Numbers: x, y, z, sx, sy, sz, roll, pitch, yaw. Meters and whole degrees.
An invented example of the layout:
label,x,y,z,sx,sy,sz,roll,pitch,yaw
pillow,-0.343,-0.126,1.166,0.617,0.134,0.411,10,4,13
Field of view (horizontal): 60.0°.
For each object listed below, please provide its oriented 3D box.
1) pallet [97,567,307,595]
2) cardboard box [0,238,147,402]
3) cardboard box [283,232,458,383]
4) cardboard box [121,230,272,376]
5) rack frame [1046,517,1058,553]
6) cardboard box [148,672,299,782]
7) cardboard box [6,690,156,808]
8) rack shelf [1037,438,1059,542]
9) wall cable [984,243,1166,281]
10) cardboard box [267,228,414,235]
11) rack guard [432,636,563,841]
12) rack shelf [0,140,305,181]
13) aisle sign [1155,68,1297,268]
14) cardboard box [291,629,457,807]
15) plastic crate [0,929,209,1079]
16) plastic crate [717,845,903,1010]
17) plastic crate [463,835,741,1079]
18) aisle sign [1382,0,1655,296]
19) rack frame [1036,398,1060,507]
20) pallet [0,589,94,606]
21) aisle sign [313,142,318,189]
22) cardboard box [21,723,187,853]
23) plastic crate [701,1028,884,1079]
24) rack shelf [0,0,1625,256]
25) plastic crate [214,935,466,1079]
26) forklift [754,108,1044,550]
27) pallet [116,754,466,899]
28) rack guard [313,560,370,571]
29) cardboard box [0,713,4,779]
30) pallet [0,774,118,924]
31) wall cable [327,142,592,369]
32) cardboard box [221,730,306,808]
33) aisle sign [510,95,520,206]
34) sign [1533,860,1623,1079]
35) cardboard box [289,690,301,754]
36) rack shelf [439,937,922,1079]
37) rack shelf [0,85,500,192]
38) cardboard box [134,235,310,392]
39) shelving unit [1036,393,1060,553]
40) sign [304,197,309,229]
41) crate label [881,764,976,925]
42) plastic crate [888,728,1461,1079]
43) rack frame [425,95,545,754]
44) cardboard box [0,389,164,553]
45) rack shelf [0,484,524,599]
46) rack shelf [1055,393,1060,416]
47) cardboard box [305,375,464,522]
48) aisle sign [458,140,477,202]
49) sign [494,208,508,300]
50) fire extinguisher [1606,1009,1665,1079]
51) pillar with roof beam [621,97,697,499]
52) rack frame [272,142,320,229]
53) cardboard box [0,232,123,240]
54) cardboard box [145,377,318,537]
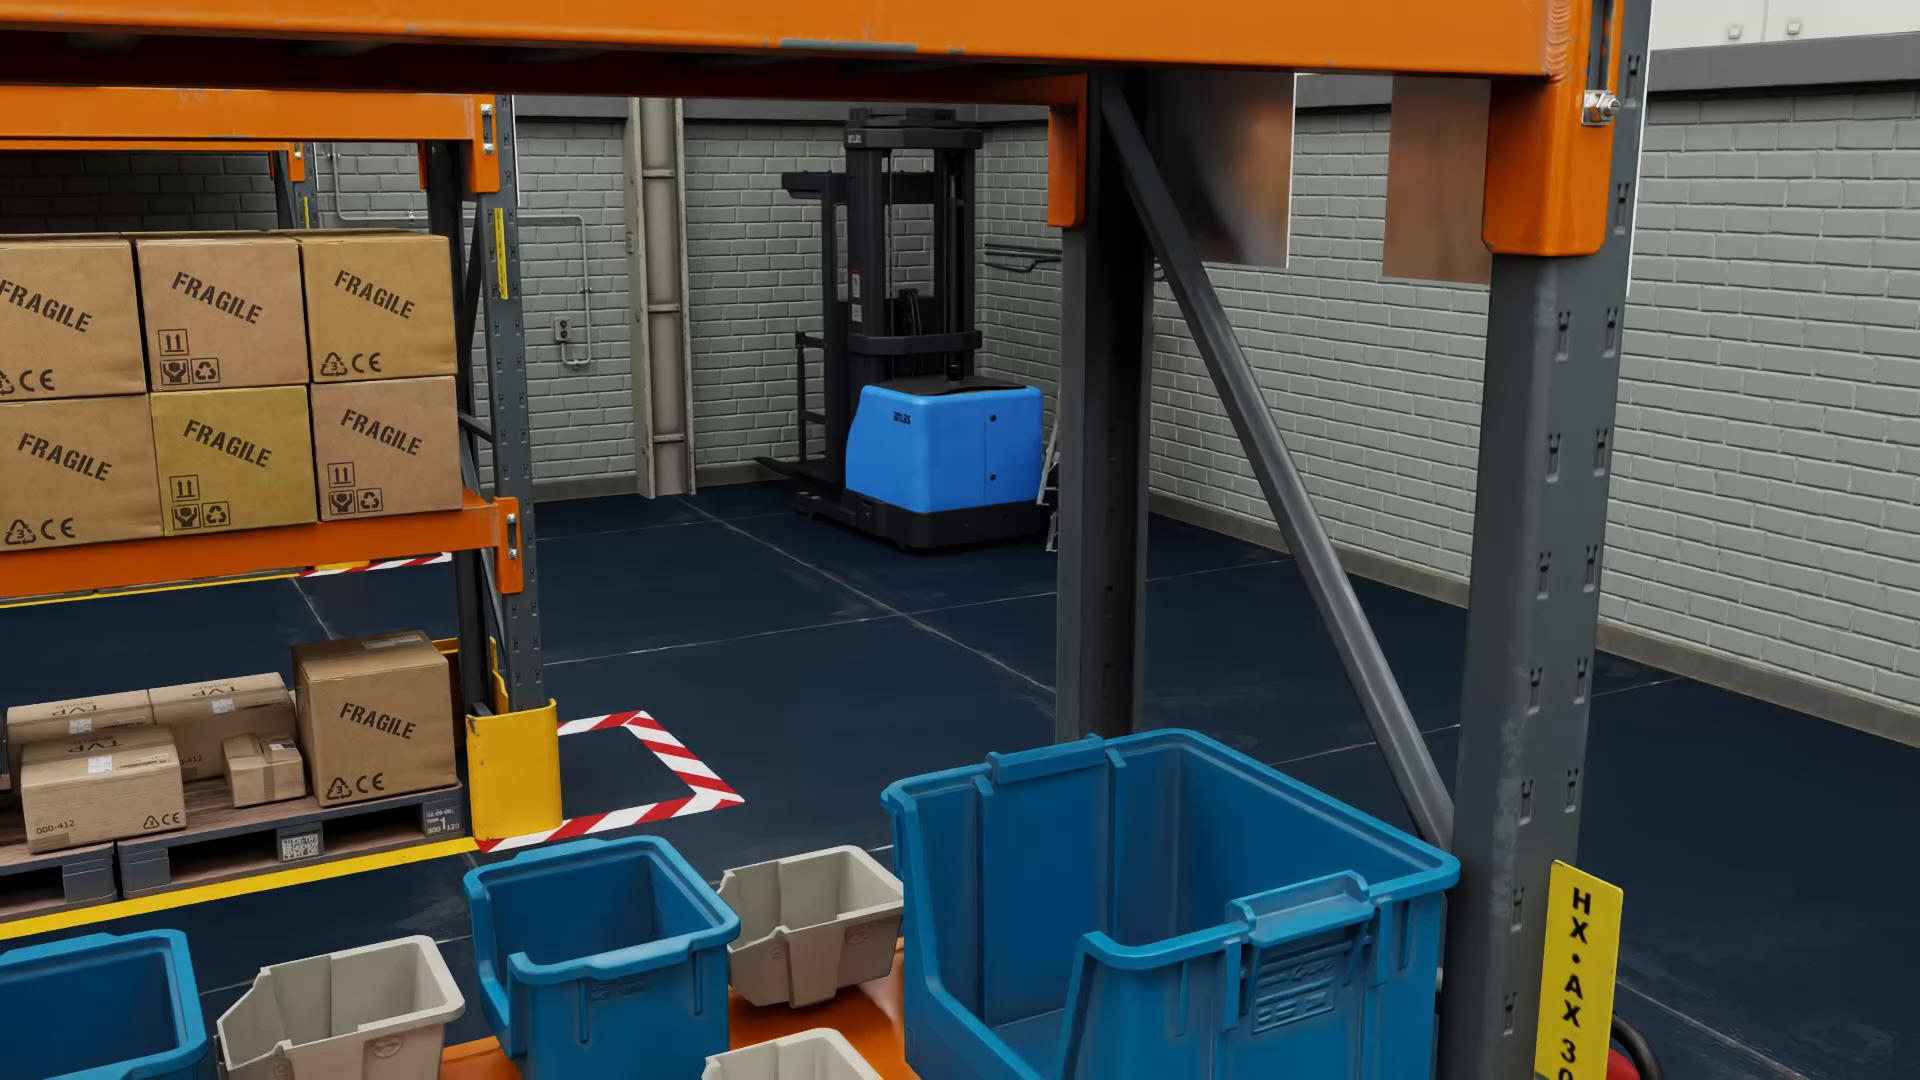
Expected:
label,x,y,z,sx,sy,sz,roll,pitch,yaw
pallet,-4.959,0.074,10.801,1.213,0.211,1.003,-7,14,-28
cardboard box,-3.073,-0.760,5.648,0.500,0.500,0.500,-6,14,-26
cardboard box,-2.177,-0.869,6.131,0.500,0.500,0.500,-7,14,-28
cardboard box,-2.889,-0.916,6.342,0.500,0.500,0.500,-7,14,-27
rack frame,0.975,-0.728,11.759,0.400,0.015,2.100,3,52,15
cardboard box,-2.970,0.750,6.704,0.500,0.250,0.500,-7,14,-28
cardboard box,-3.409,0.803,6.471,0.500,0.250,0.500,-7,14,-28
rack shelf,0.795,-0.325,11.147,0.431,0.480,0.518,3,52,15
wall cable,0.841,-3.324,12.956,0.112,2.526,3.097,-7,14,-28
cardboard box,-2.434,-0.972,6.593,0.500,0.500,0.500,-6,14,-26
rack guard,-1.985,0.796,6.935,0.348,0.500,1.175,-7,14,-28
rack shelf,-6.051,-2.288,9.751,4.000,0.370,1.077,-7,14,-28
aisle sign,0.373,-0.810,2.455,0.004,0.787,0.394,-7,14,-28
cardboard box,-2.277,0.678,6.457,0.500,0.500,0.500,-7,14,-28
plastic crate,-1.078,0.677,2.015,0.300,0.233,0.416,-7,14,-28
plastic crate,-0.244,0.603,2.562,0.298,0.136,0.250,-7,14,-28
plastic crate,-0.500,0.607,2.323,0.300,0.233,0.416,-7,14,-28
aisle sign,0.655,-0.696,1.950,0.004,0.787,0.394,-7,14,-28
rack frame,0.894,-1.034,11.387,0.400,0.015,2.100,3,52,15
pallet,-6.029,0.201,10.235,1.213,0.211,1.003,-7,14,-28
aisle sign,-4.088,-2.604,10.427,0.004,0.787,0.394,-7,14,-28
cardboard box,-3.126,0.894,6.066,0.500,0.250,0.500,-7,14,-28
plastic crate,-0.177,0.743,1.938,0.243,0.136,0.396,-7,14,-28
rack shelf,-1.304,-0.379,1.267,4.000,0.370,1.077,-7,14,-28
plastic crate,-0.839,0.674,2.245,0.298,0.136,0.250,-7,14,-28
forklift,-0.613,-1.639,12.216,1.130,2.935,3.031,-8,15,-31
pallet,-2.684,1.021,6.593,1.213,0.211,1.003,-7,14,-28
rack guard,-4.274,-0.169,11.222,0.348,0.500,1.175,-7,14,-28
cardboard box,-3.783,0.794,5.934,0.637,0.503,0.797,-7,14,-28
pallet,-3.754,1.148,6.027,1.213,0.211,1.003,-7,14,-28
wall cable,-3.624,-2.199,12.233,1.851,1.984,0.084,-7,14,-28
cardboard box,-2.676,0.866,6.381,0.250,0.166,0.380,-7,14,-28
aisle sign,-1.712,-1.648,6.180,0.004,0.787,0.394,-7,14,-28
sign,0.730,0.548,1.971,0.005,0.325,0.100,-7,14,-28
cardboard box,-2.670,0.740,6.940,0.250,0.166,0.380,-7,14,-28
rack shelf,-1.304,1.085,1.596,4.000,0.370,1.077,-7,14,-28
rack shelf,-3.674,-1.334,5.510,4.000,0.370,1.077,-7,14,-28
cardboard box,-2.620,-0.815,5.895,0.500,0.500,0.500,-6,14,-26
shelving unit,0.935,-0.881,11.573,0.431,0.503,2.100,3,52,15
sign,-4.047,-1.960,10.312,0.005,0.325,0.100,-7,14,-28
crate label,0.077,0.538,2.631,0.303,0.233,0.416,-7,14,-28
plastic crate,0.247,0.548,2.125,0.499,0.435,0.616,-7,14,-28
rack frame,-1.918,-0.432,6.696,0.127,3.000,1.000,-7,14,-28
cardboard box,-3.075,-0.274,5.768,0.500,0.500,0.500,-7,14,-27
rack shelf,-3.674,0.130,5.840,4.000,0.370,1.077,-7,14,-28
rack shelf,0.932,-0.870,11.565,0.431,0.480,0.518,3,52,15
cardboard box,-2.181,-0.381,6.242,0.500,0.500,0.500,-6,14,-26
aisle sign,-1.999,-1.764,6.694,0.004,0.787,0.394,-7,14,-28
sign,-1.670,-1.042,6.049,0.005,0.325,0.100,-7,14,-28
fire extinguisher,0.802,0.815,2.183,0.183,0.674,0.296,-7,14,-28
pillar with roof beam,-0.277,-3.934,8.594,0.400,9.000,9.100,-7,14,-28
rack frame,-4.295,-1.386,10.936,0.127,3.000,1.000,-7,14,-28
cardboard box,-3.331,-0.864,6.113,0.500,0.500,0.500,-7,14,-27
cardboard box,-2.635,-0.326,5.997,0.500,0.500,0.500,-7,14,-27
